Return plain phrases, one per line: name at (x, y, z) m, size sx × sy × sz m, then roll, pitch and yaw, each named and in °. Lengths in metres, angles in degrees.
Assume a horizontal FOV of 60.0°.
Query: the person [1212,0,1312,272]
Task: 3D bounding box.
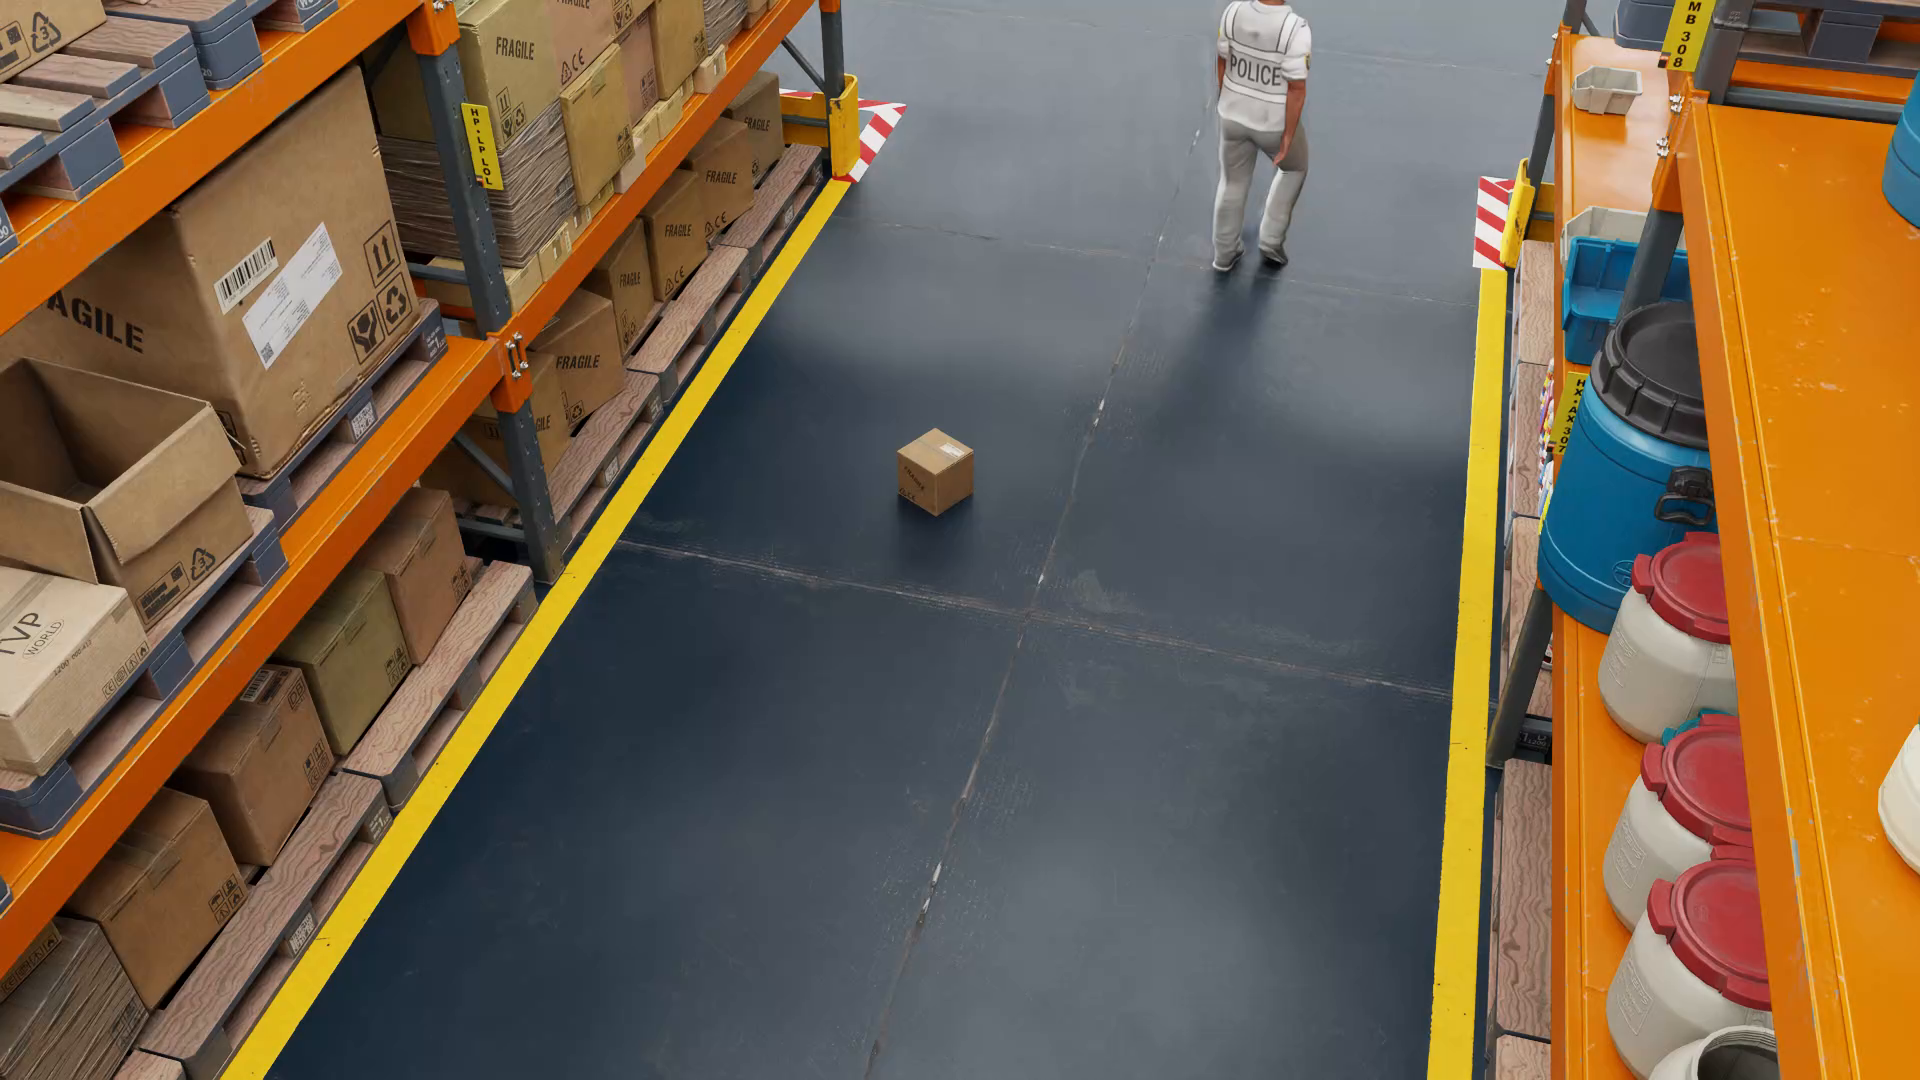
person at (1.584, -2.219, 8.734) m, size 0.536 × 1.840 × 0.493 m, roll 22°, pitch 45°, yaw 24°
